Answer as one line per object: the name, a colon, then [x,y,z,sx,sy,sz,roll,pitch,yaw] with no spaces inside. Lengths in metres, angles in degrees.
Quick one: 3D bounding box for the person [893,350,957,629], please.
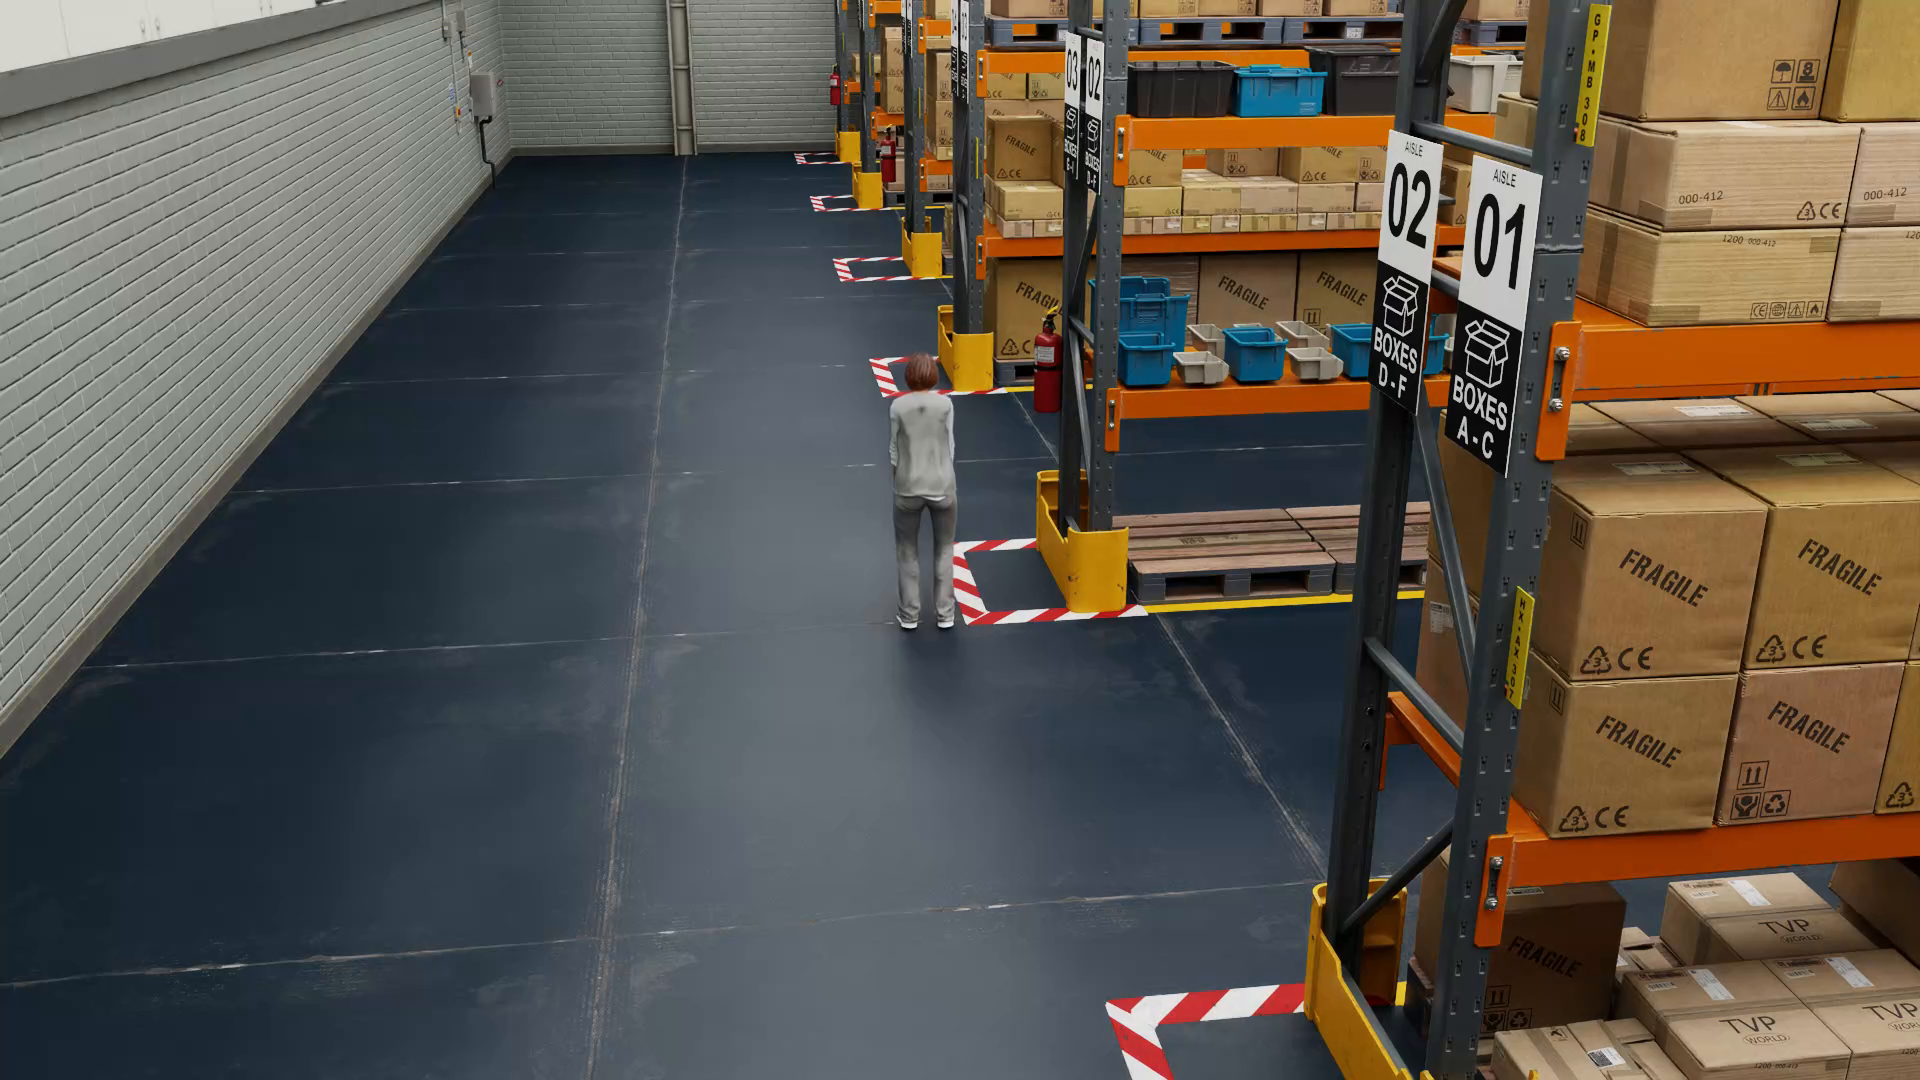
person: [-0.204,-0.292,9.402,0.360,1.588,0.492,-2,20,-5]
